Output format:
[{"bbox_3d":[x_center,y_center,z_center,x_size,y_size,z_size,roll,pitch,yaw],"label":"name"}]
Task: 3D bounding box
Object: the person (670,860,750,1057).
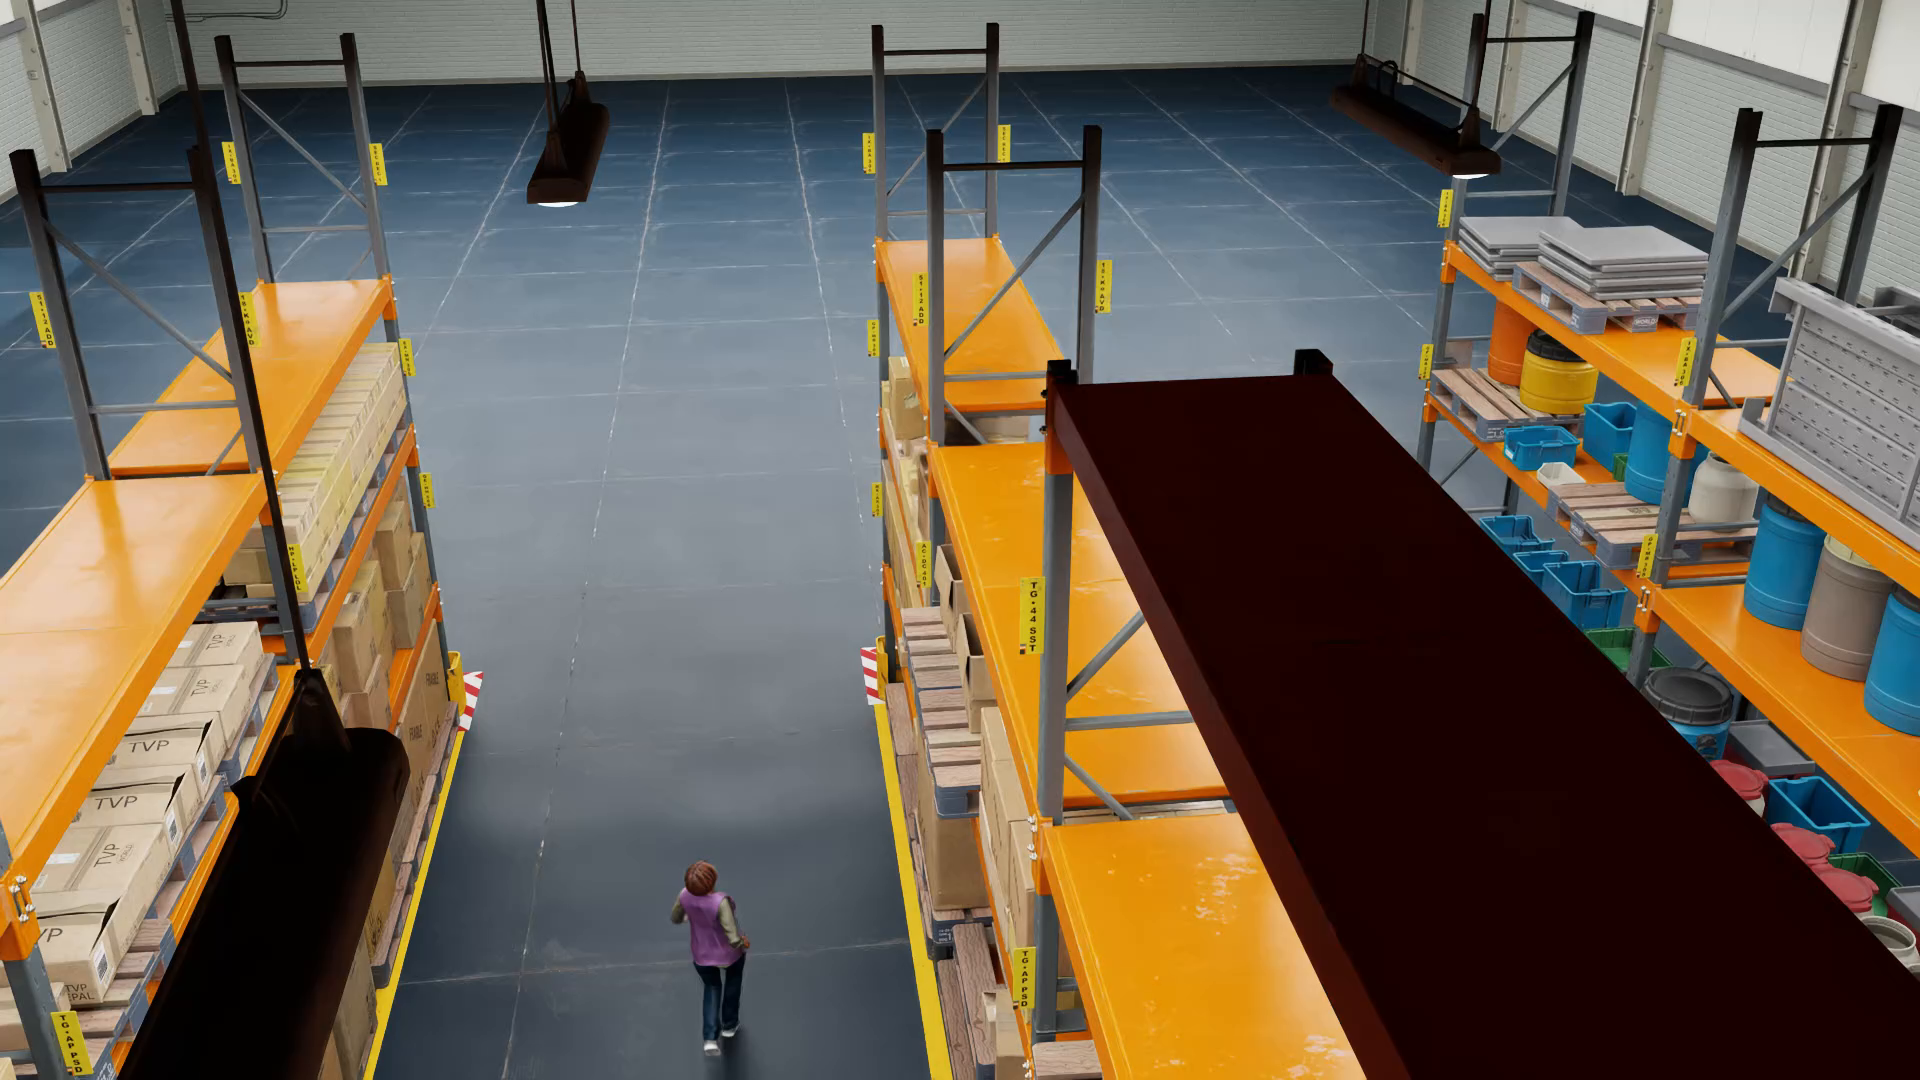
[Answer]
[{"bbox_3d":[-1.644,2.758,10.956,0.509,1.563,0.652,0,25,-1],"label":"person"}]
